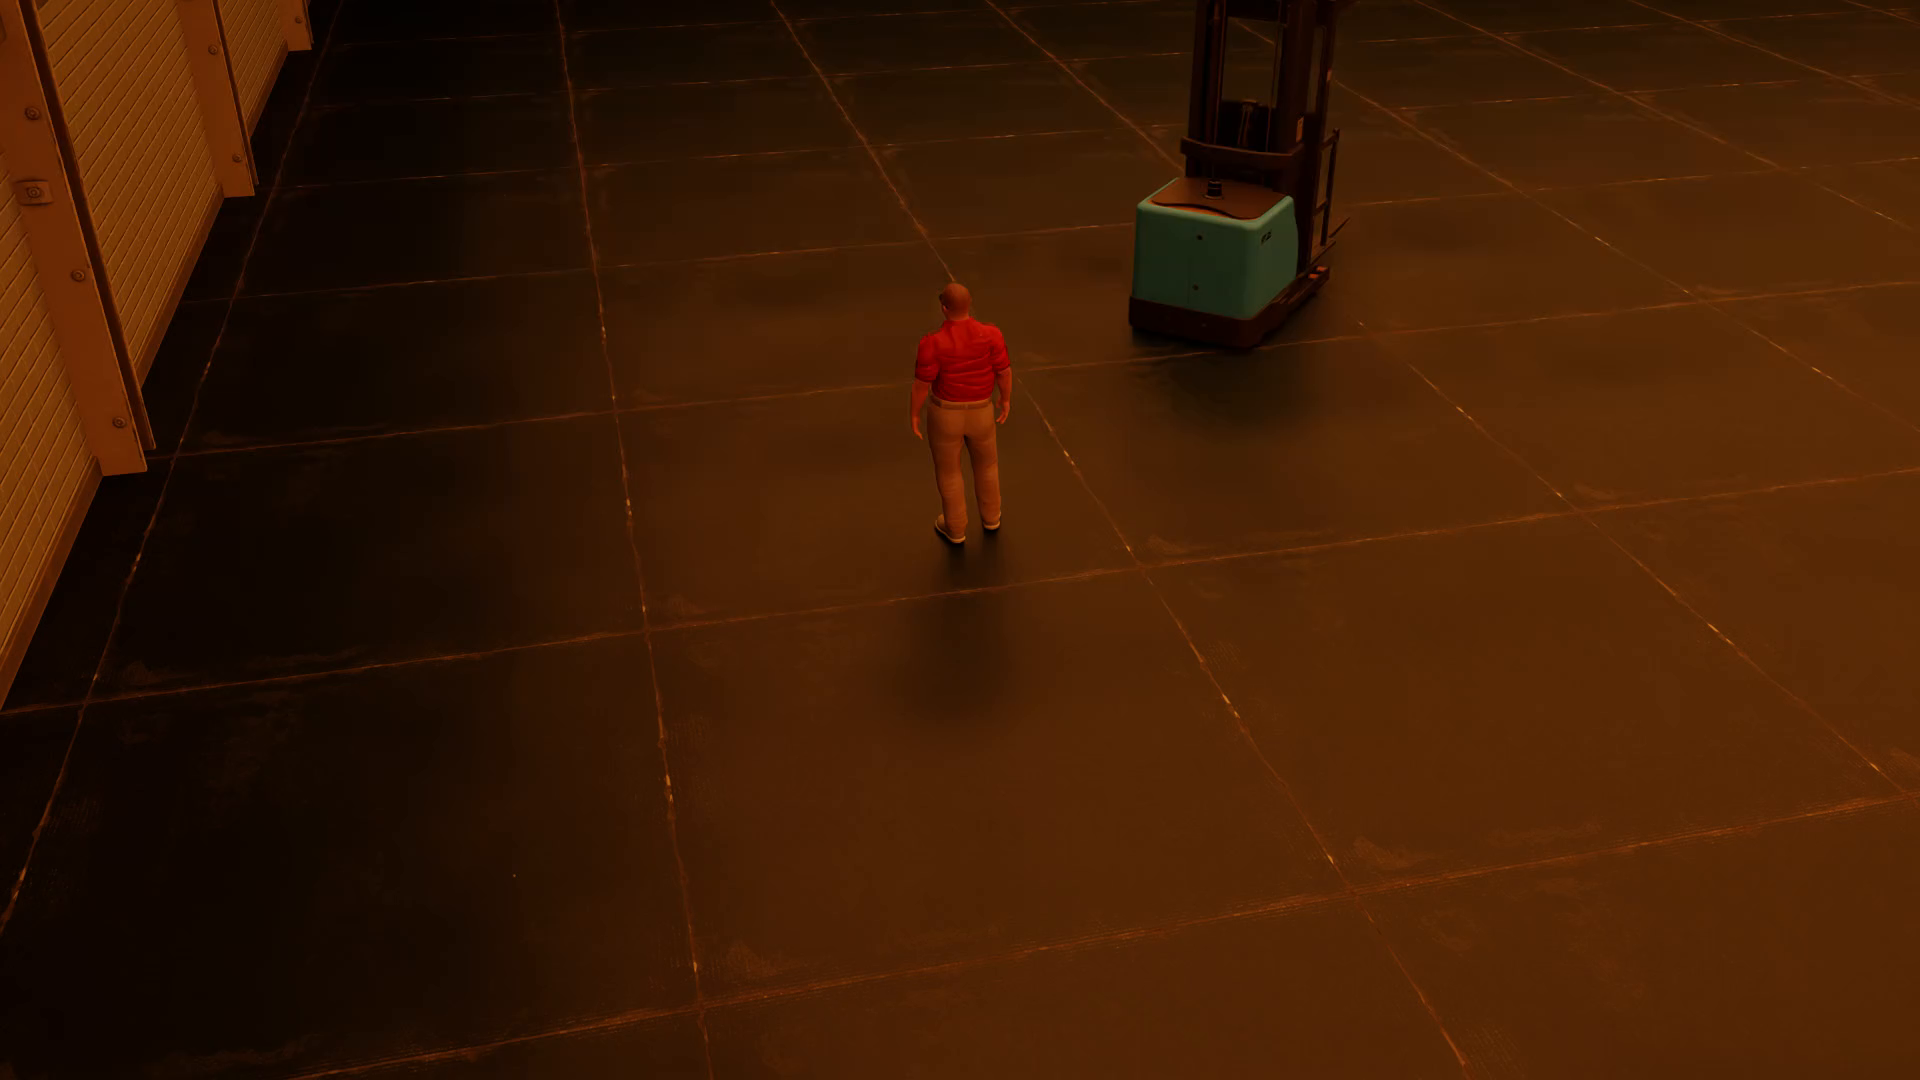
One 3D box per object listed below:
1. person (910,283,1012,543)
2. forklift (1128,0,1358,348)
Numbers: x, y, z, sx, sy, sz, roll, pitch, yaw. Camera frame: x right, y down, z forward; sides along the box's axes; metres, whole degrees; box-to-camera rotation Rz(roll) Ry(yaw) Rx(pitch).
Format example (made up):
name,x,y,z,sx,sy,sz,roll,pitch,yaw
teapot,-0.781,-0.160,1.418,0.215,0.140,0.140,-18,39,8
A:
name,x,y,z,sx,sy,sz,roll,pitch,yaw
person,-0.010,-0.801,10.141,0.641,1.728,0.550,-7,31,-12
forklift,2.520,-3.465,13.559,1.130,2.935,3.031,16,34,25
